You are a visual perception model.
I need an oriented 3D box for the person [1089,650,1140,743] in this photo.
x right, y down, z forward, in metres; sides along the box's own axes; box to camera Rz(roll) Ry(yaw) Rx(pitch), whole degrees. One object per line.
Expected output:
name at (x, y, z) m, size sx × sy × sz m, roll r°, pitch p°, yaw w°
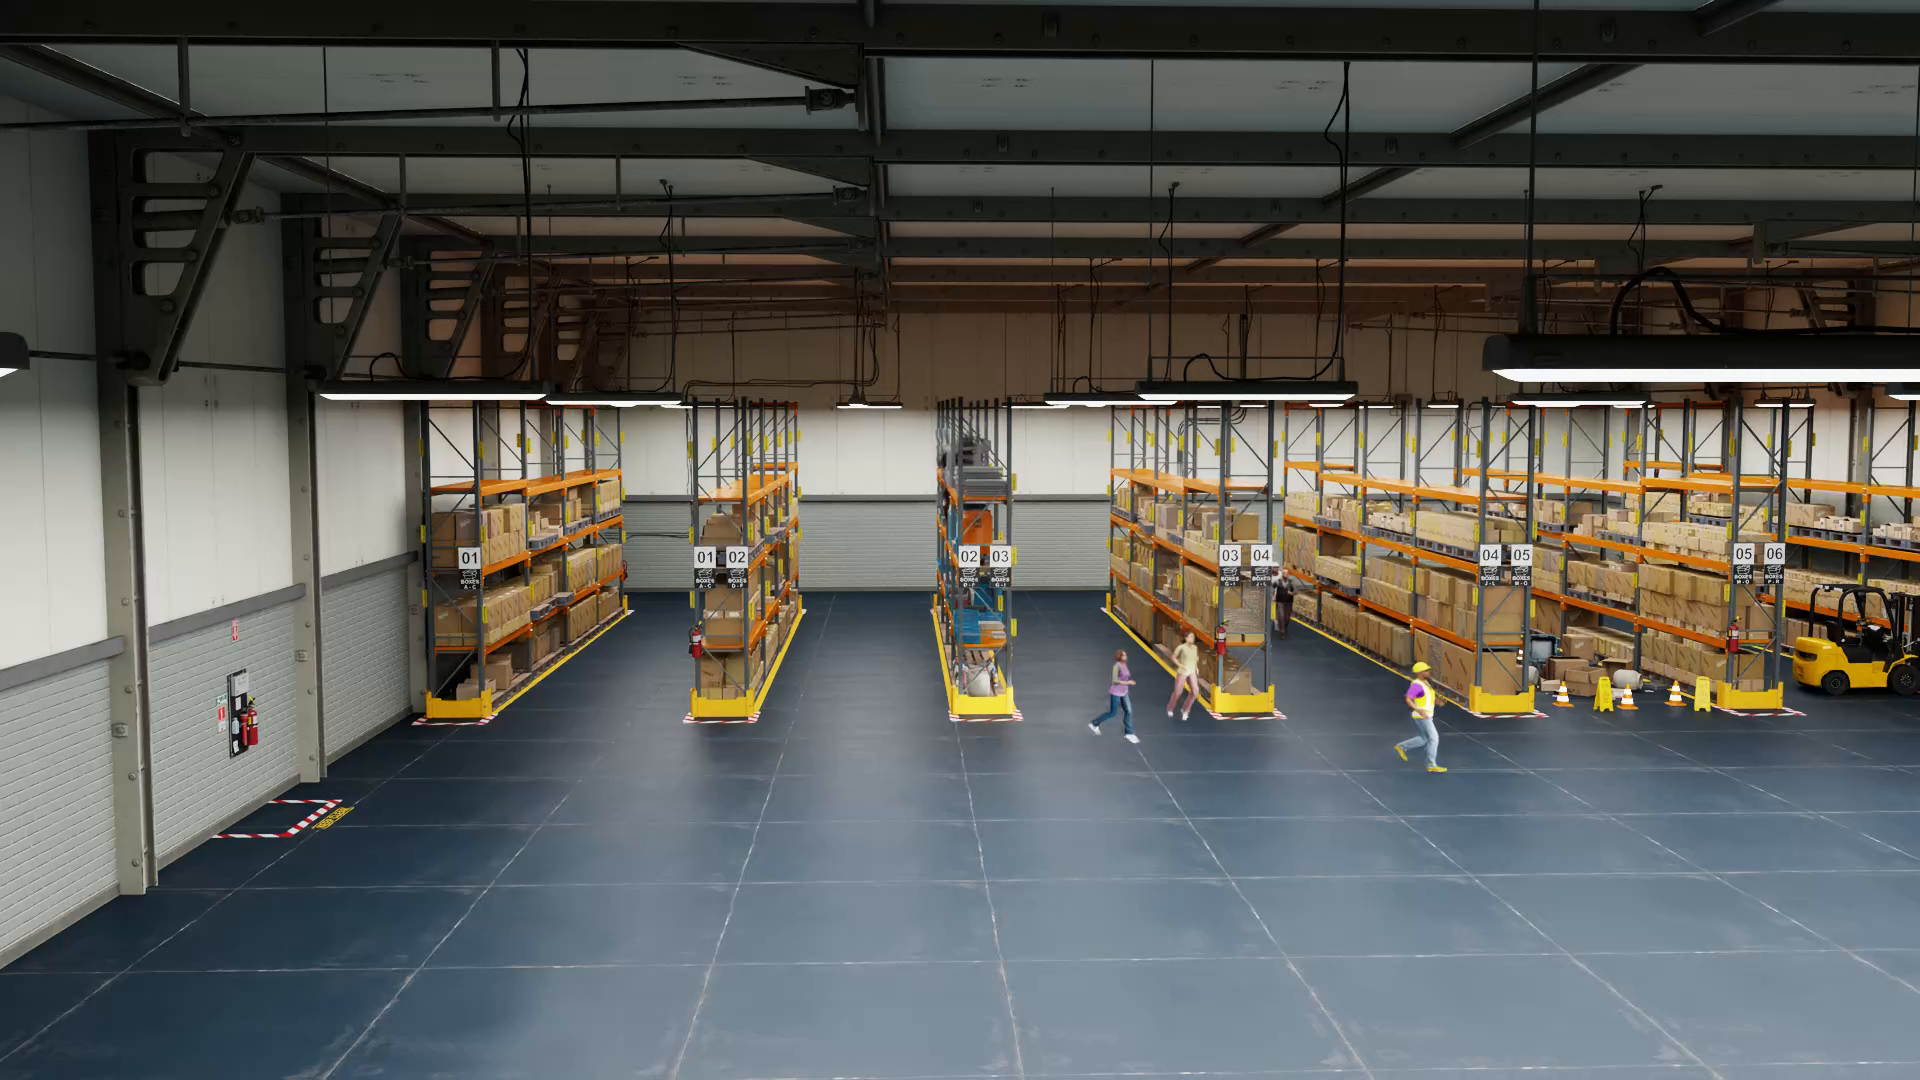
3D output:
person at (2.713, 2.695, 28.889) m, size 0.878 × 1.610 × 0.550 m, roll 3°, pitch 5°, yaw 30°

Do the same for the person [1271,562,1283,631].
person at (8.263, 1.465, 43.822) m, size 0.729 × 1.805 × 0.946 m, roll -1°, pitch 4°, yaw -8°

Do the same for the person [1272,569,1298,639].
person at (8.186, 1.597, 41.928) m, size 0.658 × 1.713 × 0.947 m, roll 0°, pitch 4°, yaw 3°

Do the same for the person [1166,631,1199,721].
person at (4.229, 2.514, 31.000) m, size 0.635 × 1.664 × 0.673 m, roll -2°, pitch 5°, yaw -20°

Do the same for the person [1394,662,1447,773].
person at (7.341, 2.811, 26.480) m, size 0.846 × 1.739 × 0.714 m, roll 2°, pitch 5°, yaw 26°
